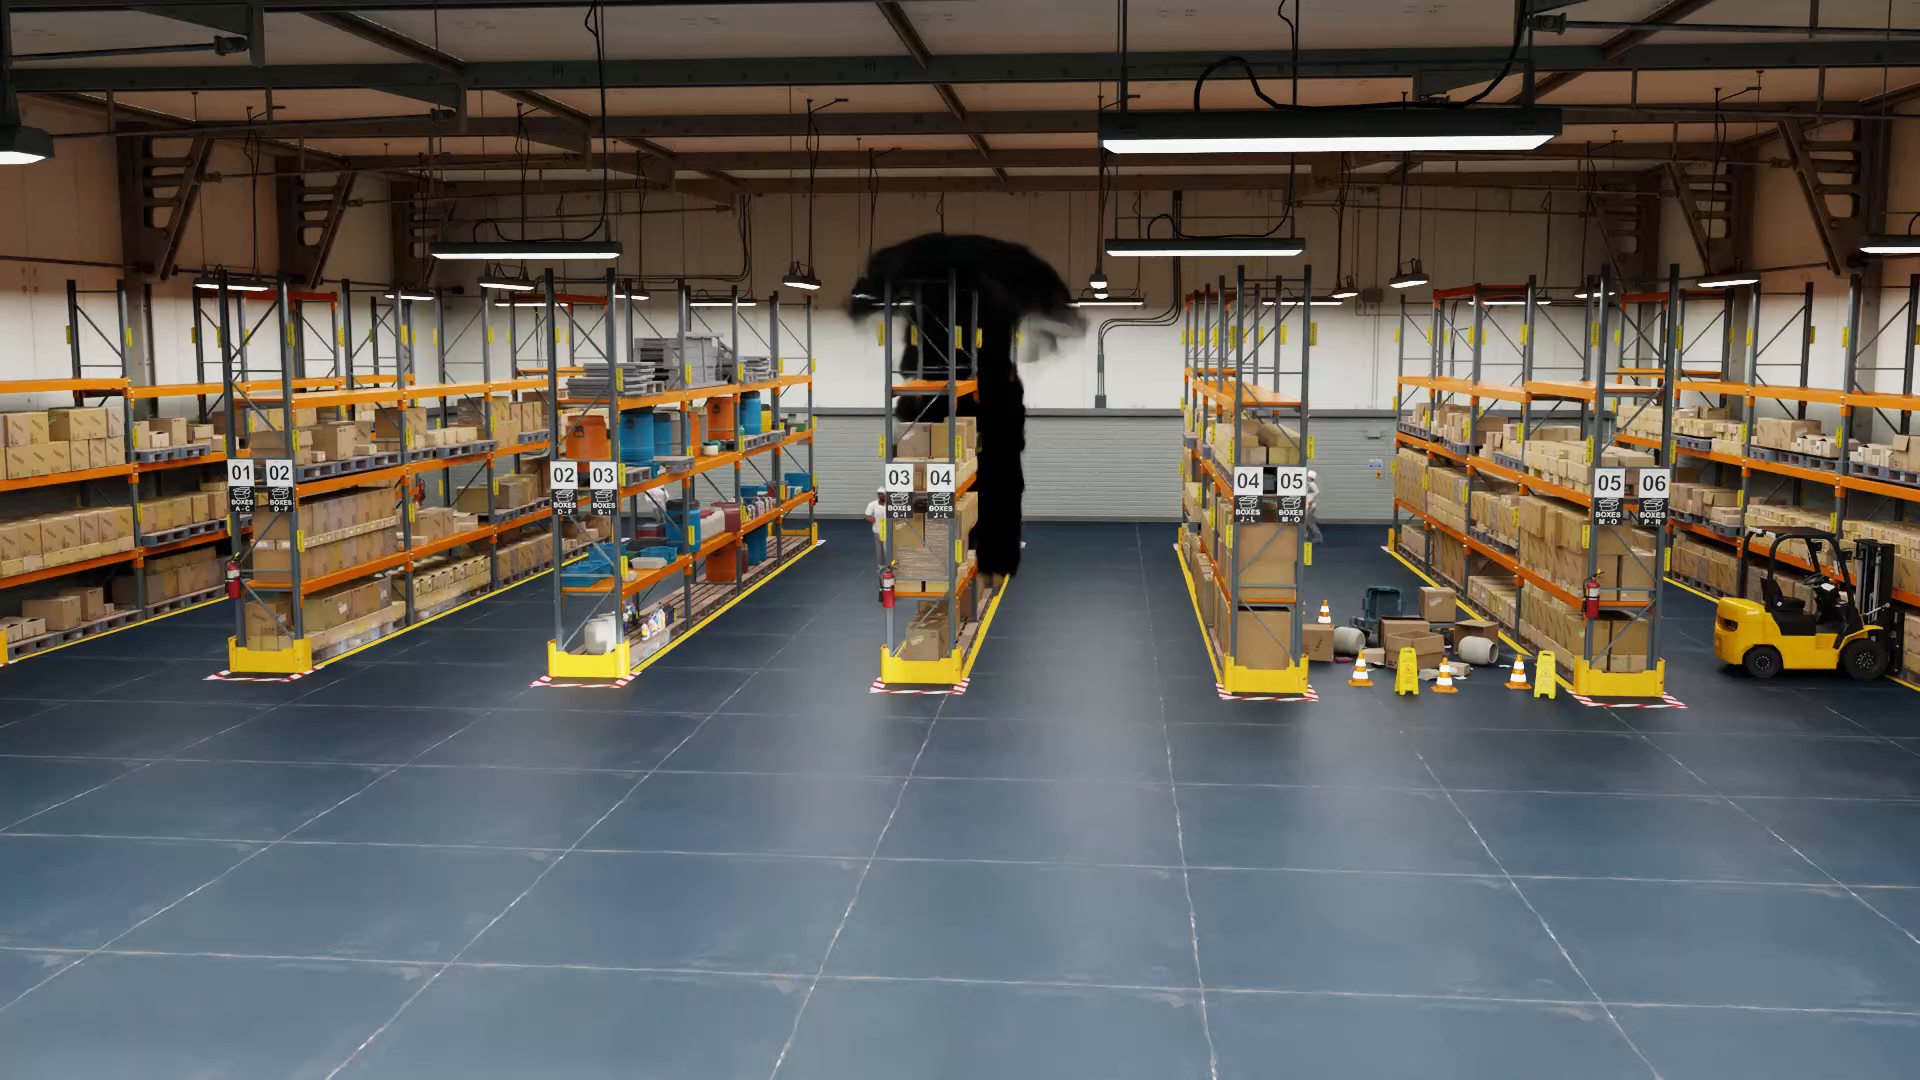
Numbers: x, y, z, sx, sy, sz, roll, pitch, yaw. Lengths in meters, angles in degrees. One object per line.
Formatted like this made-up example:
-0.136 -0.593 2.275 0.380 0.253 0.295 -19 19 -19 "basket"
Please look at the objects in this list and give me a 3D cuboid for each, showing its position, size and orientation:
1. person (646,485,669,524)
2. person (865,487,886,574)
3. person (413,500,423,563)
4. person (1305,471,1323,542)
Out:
-7.438 -0.773 40.878 0.637 1.700 0.864 -4 8 -30 "person"
-1.512 -0.112 32.737 0.724 1.888 0.736 1 7 6 "person"
-11.334 -0.026 34.788 0.561 1.619 0.588 0 7 -1 "person"
8.510 -0.785 40.581 0.707 1.798 0.661 2 7 17 "person"
